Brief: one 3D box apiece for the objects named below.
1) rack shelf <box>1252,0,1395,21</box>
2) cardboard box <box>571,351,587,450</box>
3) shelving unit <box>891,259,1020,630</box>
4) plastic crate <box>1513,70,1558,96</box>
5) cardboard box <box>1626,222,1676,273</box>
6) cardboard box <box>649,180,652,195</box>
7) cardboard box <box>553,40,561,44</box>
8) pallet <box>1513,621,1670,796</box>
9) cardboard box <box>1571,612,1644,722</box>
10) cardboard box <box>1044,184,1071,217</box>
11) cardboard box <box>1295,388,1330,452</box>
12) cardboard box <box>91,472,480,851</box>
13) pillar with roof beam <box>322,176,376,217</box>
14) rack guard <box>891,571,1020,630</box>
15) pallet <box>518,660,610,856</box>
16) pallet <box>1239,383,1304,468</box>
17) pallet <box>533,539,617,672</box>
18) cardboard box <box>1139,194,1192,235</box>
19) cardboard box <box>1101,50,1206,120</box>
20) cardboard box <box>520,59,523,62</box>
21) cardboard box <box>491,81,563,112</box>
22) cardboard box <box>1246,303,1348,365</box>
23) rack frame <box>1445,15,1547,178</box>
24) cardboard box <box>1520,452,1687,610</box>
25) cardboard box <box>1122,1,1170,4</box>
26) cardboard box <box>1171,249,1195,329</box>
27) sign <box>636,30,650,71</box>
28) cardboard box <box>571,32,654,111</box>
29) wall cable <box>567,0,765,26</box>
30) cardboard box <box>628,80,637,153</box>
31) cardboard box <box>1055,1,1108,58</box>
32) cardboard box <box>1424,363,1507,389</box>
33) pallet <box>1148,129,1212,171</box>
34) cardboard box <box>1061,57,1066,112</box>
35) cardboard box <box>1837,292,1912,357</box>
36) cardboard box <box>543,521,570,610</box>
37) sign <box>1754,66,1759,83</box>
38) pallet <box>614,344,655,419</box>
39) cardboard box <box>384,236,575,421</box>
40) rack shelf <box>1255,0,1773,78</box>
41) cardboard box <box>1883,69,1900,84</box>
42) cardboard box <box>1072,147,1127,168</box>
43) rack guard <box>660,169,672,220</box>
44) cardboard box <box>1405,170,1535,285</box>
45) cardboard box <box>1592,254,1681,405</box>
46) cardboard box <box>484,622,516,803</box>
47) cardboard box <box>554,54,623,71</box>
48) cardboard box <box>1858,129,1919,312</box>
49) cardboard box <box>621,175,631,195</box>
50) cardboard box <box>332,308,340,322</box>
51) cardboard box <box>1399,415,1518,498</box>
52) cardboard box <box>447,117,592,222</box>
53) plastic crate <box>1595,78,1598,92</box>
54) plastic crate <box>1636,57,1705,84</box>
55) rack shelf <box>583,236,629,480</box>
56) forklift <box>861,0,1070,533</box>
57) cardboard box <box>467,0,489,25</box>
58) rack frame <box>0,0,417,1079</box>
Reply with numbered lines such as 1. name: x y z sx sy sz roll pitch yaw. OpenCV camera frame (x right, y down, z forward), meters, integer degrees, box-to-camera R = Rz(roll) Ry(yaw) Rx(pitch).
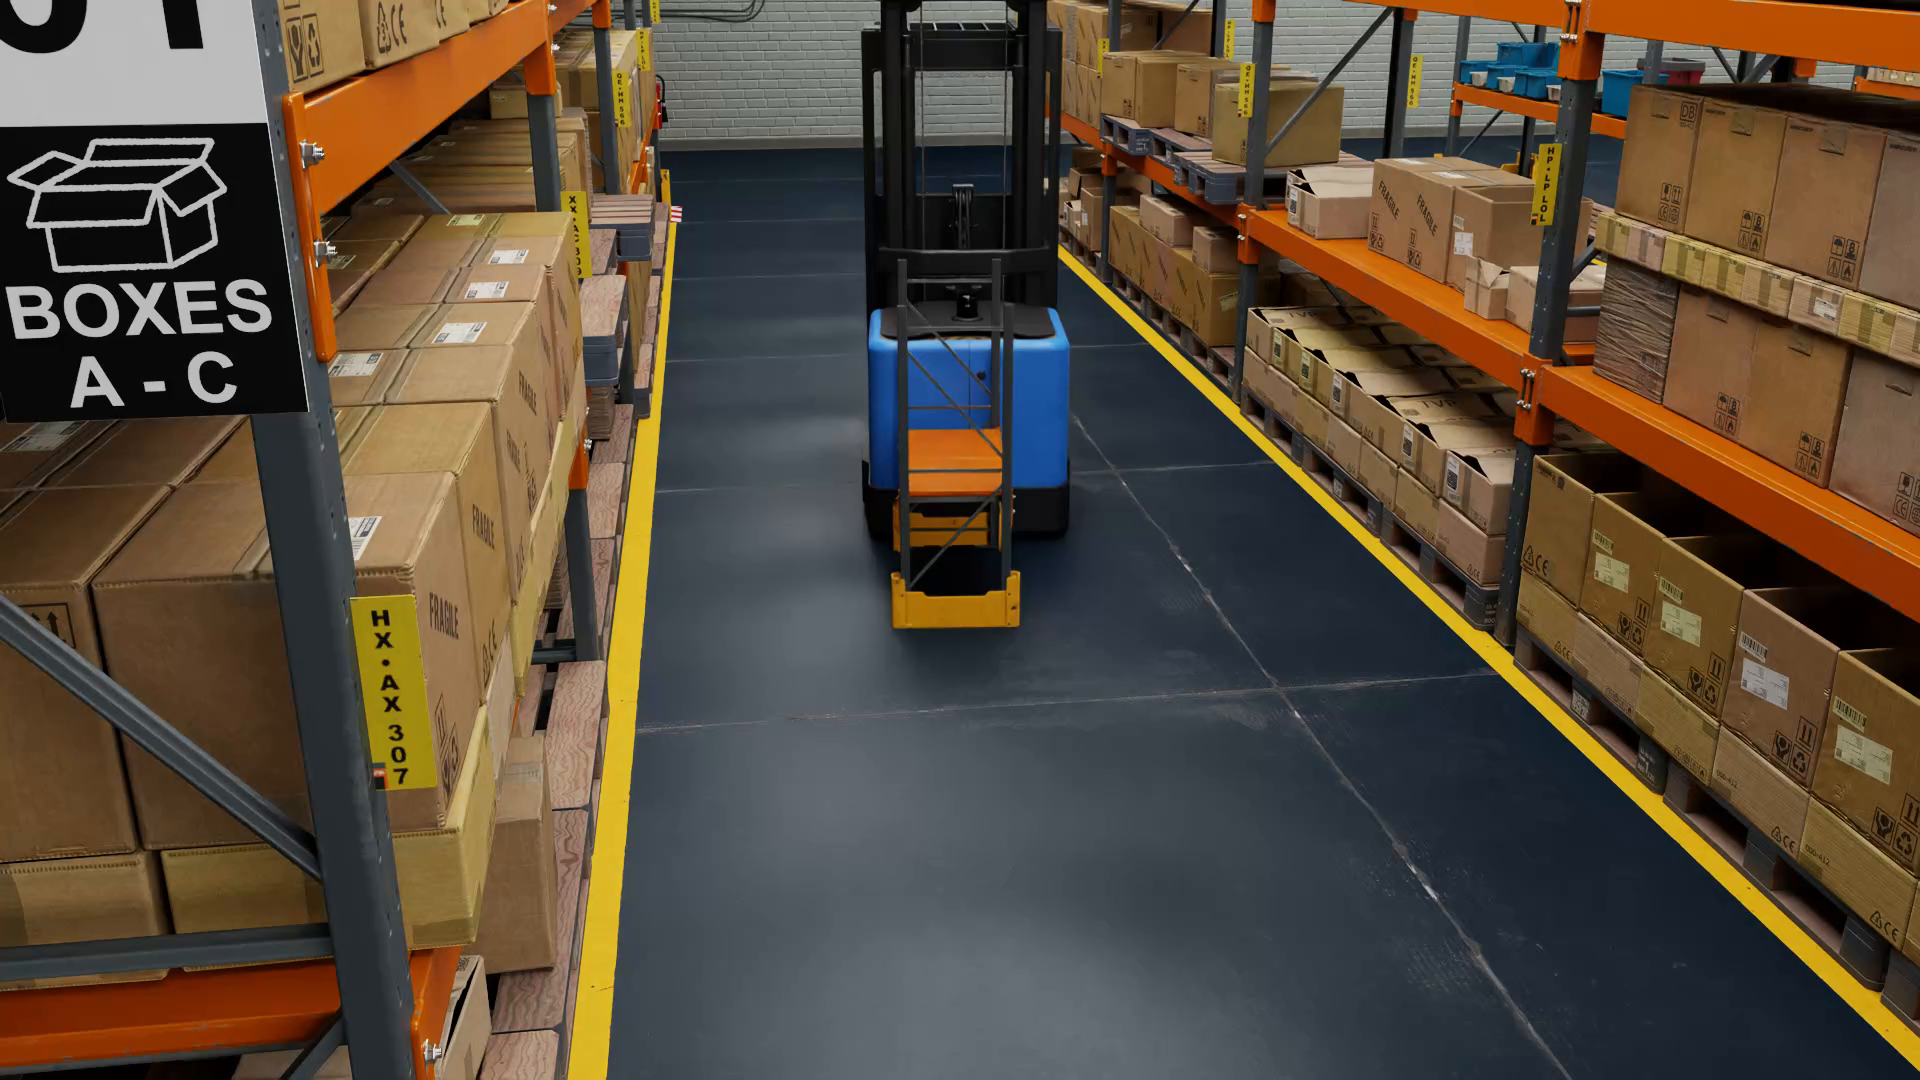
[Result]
1. rack shelf: 2.051 -4.111 12.177 1.077 0.370 4.000 -3 21 -8
2. cardboard box: -1.618 -0.505 5.966 0.500 0.250 0.500 -3 21 -8
3. shelving unit: -0.036 -0.484 7.870 0.587 1.500 1.083 -1 20 -2
4. plastic crate: 5.988 -4.760 17.328 0.416 0.233 0.300 -3 21 -8
5. cardboard box: 2.799 -1.126 6.375 0.380 0.149 0.250 -3 21 -7
6. cardboard box: -3.286 -3.126 15.771 0.700 0.500 0.500 -2 21 -6
7. cardboard box: -3.171 -3.504 12.143 0.500 0.250 0.500 -4 21 -10
8. pallet: 2.989 0.618 6.759 1.003 0.211 1.213 -3 21 -8
9. cardboard box: 2.750 0.475 6.486 0.500 0.250 0.500 -3 21 -8
10. cardboard box: 1.128 -3.489 17.073 0.500 0.250 0.500 -3 21 -8
11. cardboard box: 2.278 -0.709 9.657 0.500 0.250 0.500 -3 21 -9
12. cardboard box: -1.181 0.200 3.008 0.500 0.500 0.500 -3 21 -8
13. pillar with roof beam: 1.029 -4.633 8.259 9.100 9.000 0.400 -3 21 -8
14. rack guard: -0.020 0.275 7.622 0.587 0.250 0.087 -1 20 -2
15. pallet: -1.854 0.823 6.211 1.003 0.211 1.213 -3 21 -8
16. pallet: 2.419 -0.757 10.441 1.003 0.211 1.213 -3 21 -8
17. pallet: -2.099 0.323 7.551 1.003 0.211 1.213 -3 21 -8
18. cardboard box: 1.735 -2.596 13.251 0.500 0.250 0.500 -3 21 -8
19. cardboard box: 1.609 -3.804 13.870 0.700 0.500 0.500 -10 23 -26
20. cardboard box: -2.955 -2.969 10.711 0.500 0.250 0.500 -4 21 -10
21. cardboard box: -2.483 -2.538 9.526 0.380 0.149 0.250 -6 21 -15
22. cardboard box: 2.124 -1.326 10.506 0.500 0.311 0.500 -2 21 -6
23. rack frame: 6.088 -5.369 18.803 1.000 3.000 0.127 -3 21 -8
24. cardboard box: 2.673 -0.049 6.818 0.500 0.500 0.500 -3 21 -8
25. cardboard box: 1.749 -4.963 16.146 0.500 0.500 0.500 -2 21 -6
26. cardboard box: 1.898 -1.877 12.397 0.500 0.500 0.500 -4 21 -10
27. sign: -2.603 -4.020 13.651 0.100 0.325 0.005 -3 21 -8
28. cardboard box: -3.516 -4.582 16.269 0.980 0.700 0.700 -3 21 -8
29. wall cable: -4.177 -8.201 22.250 3.097 2.526 0.112 -3 21 -8
30. cardboard box: -2.599 -3.009 11.890 0.500 0.500 0.500 -2 21 -6
31. cardboard box: 1.213 -4.939 16.080 0.500 0.500 0.500 -3 21 -8
32. cardboard box: 2.880 -0.825 9.165 0.500 0.311 0.500 -2 21 -6
33. pallet: 2.054 -2.933 12.558 1.003 0.211 1.213 -3 21 -8
34. cardboard box: 1.208 -4.475 16.267 0.500 0.500 0.500 -3 21 -7
35. cardboard box: 2.990 -0.677 5.172 0.380 0.149 0.250 -3 21 -8
36. cardboard box: -2.108 -0.003 7.382 0.700 0.500 0.500 -2 21 -6
37. sign: 7.209 -4.141 15.119 0.100 0.325 0.005 -3 21 -8
38. pallet: -2.601 -1.070 11.278 1.003 0.211 1.213 -3 21 -8
39. cardboard box: -1.534 -0.684 5.375 0.500 0.500 0.500 -3 21 -8
40. rack shelf: 2.627 -2.726 8.469 1.077 0.370 4.000 -3 21 -8
41. cardboard box: 10.752 -5.273 18.905 0.380 0.149 0.250 -3 21 -9
42. cardboard box: 1.508 -3.979 18.027 0.500 0.500 0.500 -3 21 -8
43. rack guard: -3.719 -3.706 17.925 1.175 0.500 0.348 -3 21 -8
44. cardboard box: 2.673 -1.635 8.663 0.500 0.500 0.500 -3 21 -8
45. cardboard box: 2.986 -0.859 6.586 0.700 0.500 0.500 -3 21 -9
46. cardboard box: -1.254 0.368 3.631 0.500 0.250 0.500 -4 21 -9
47. cardboard box: -2.451 -3.002 10.799 0.500 0.250 0.500 -3 21 -9
48. cardboard box: 3.203 -0.945 4.963 0.700 0.500 0.500 -3 21 -8
49. cardboard box: -2.363 -2.300 10.919 0.380 0.149 0.250 -2 21 -6
50. cardboard box: -1.902 -0.300 4.347 0.500 0.500 0.500 -3 21 -7
51. cardboard box: 2.492 -0.442 8.141 0.500 0.311 0.500 -2 21 -6
52. cardboard box: -2.377 -1.998 9.006 0.700 0.500 0.500 -5 21 -13
53. plastic crate: 6.638 -4.620 16.953 0.416 0.233 0.300 -3 21 -8
54. plastic crate: 6.784 -4.364 15.935 0.402 0.464 0.583 -3 21 -8
55. rack shelf: -2.274 -1.070 8.321 1.077 0.370 4.000 -3 21 -8
56. forklift: 0.001 -1.875 9.548 1.130 2.935 3.031 -1 20 -2
57. cardboard box: -1.429 -1.471 3.909 0.500 0.500 0.500 -2 21 -4
58. rack frame: -1.406 0.671 2.634 0.949 2.616 0.053 -3 21 -8
